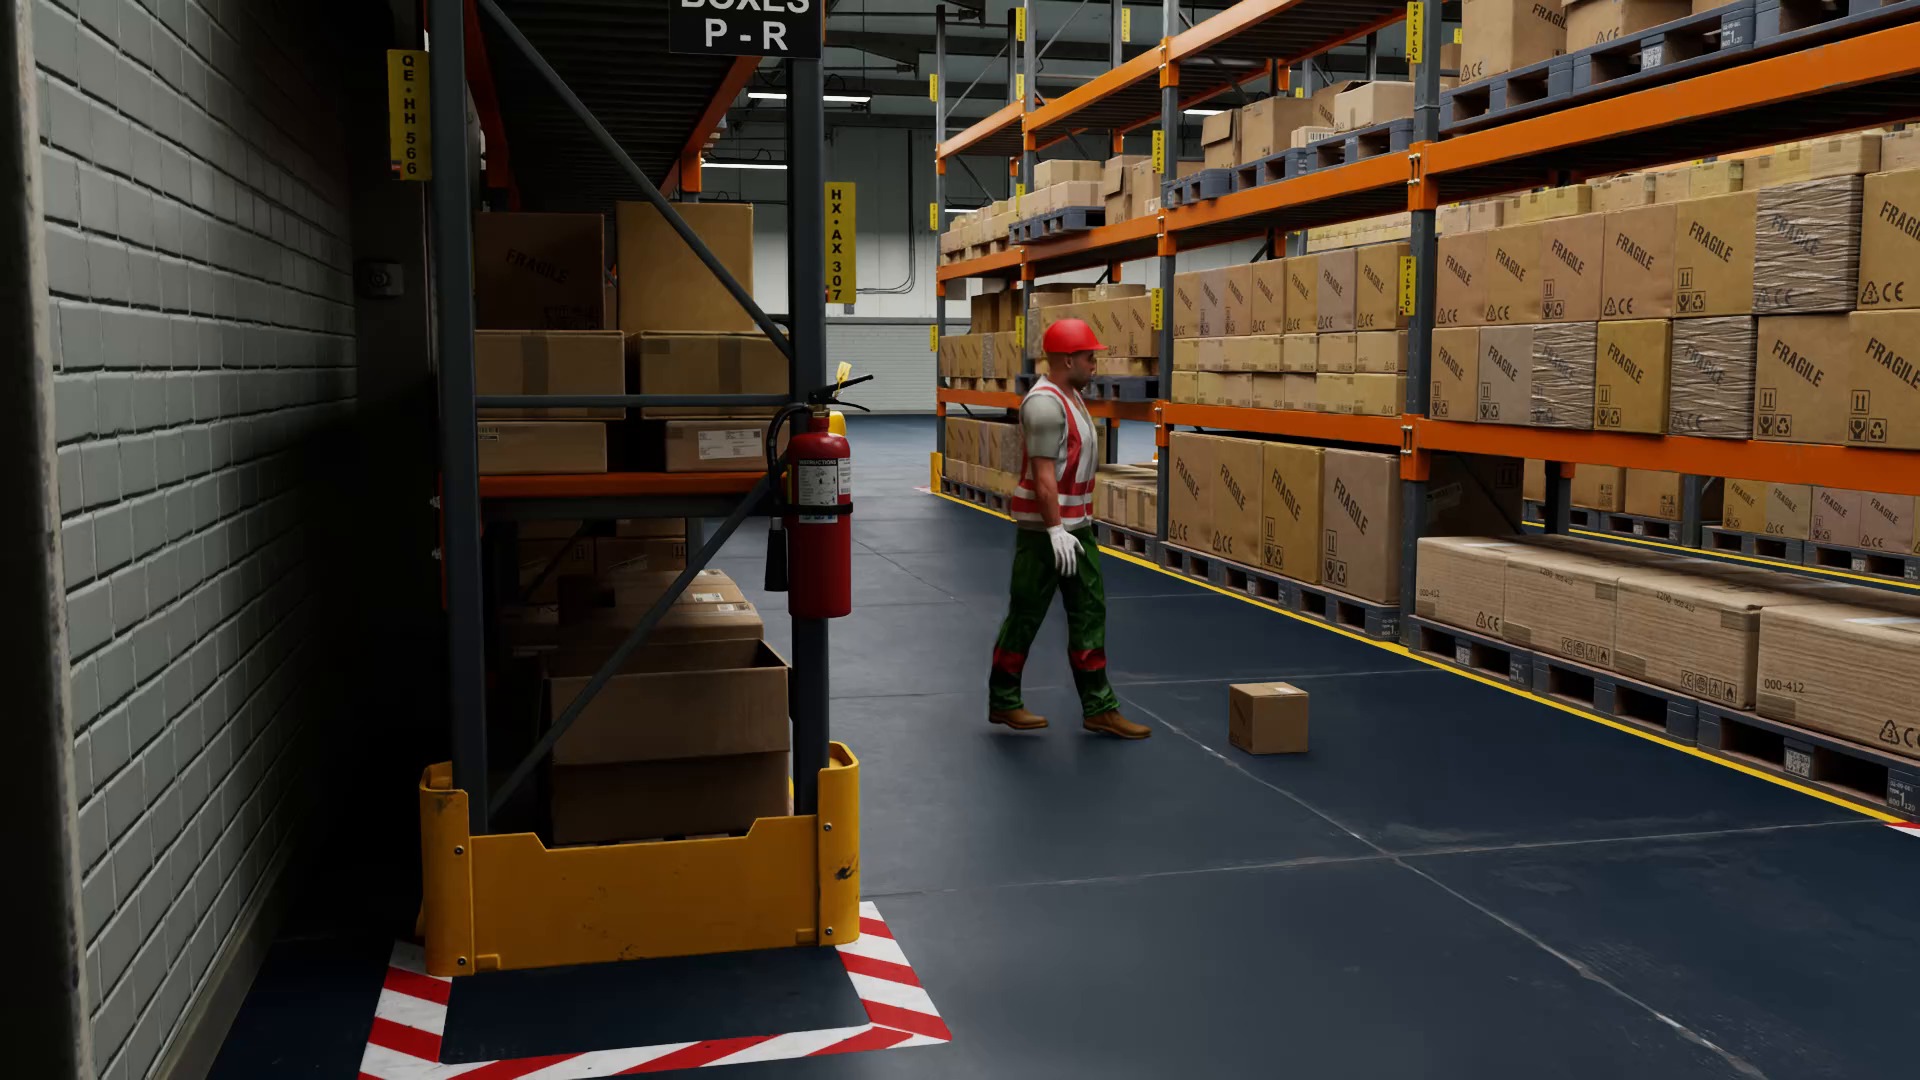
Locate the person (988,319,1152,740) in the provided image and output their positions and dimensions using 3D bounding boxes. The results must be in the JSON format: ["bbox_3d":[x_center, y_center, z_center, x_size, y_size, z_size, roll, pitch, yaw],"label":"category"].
[{"bbox_3d":[0.443,-0.036,7.095,0.689,1.800,0.557,3,7,26],"label":"person"}]
